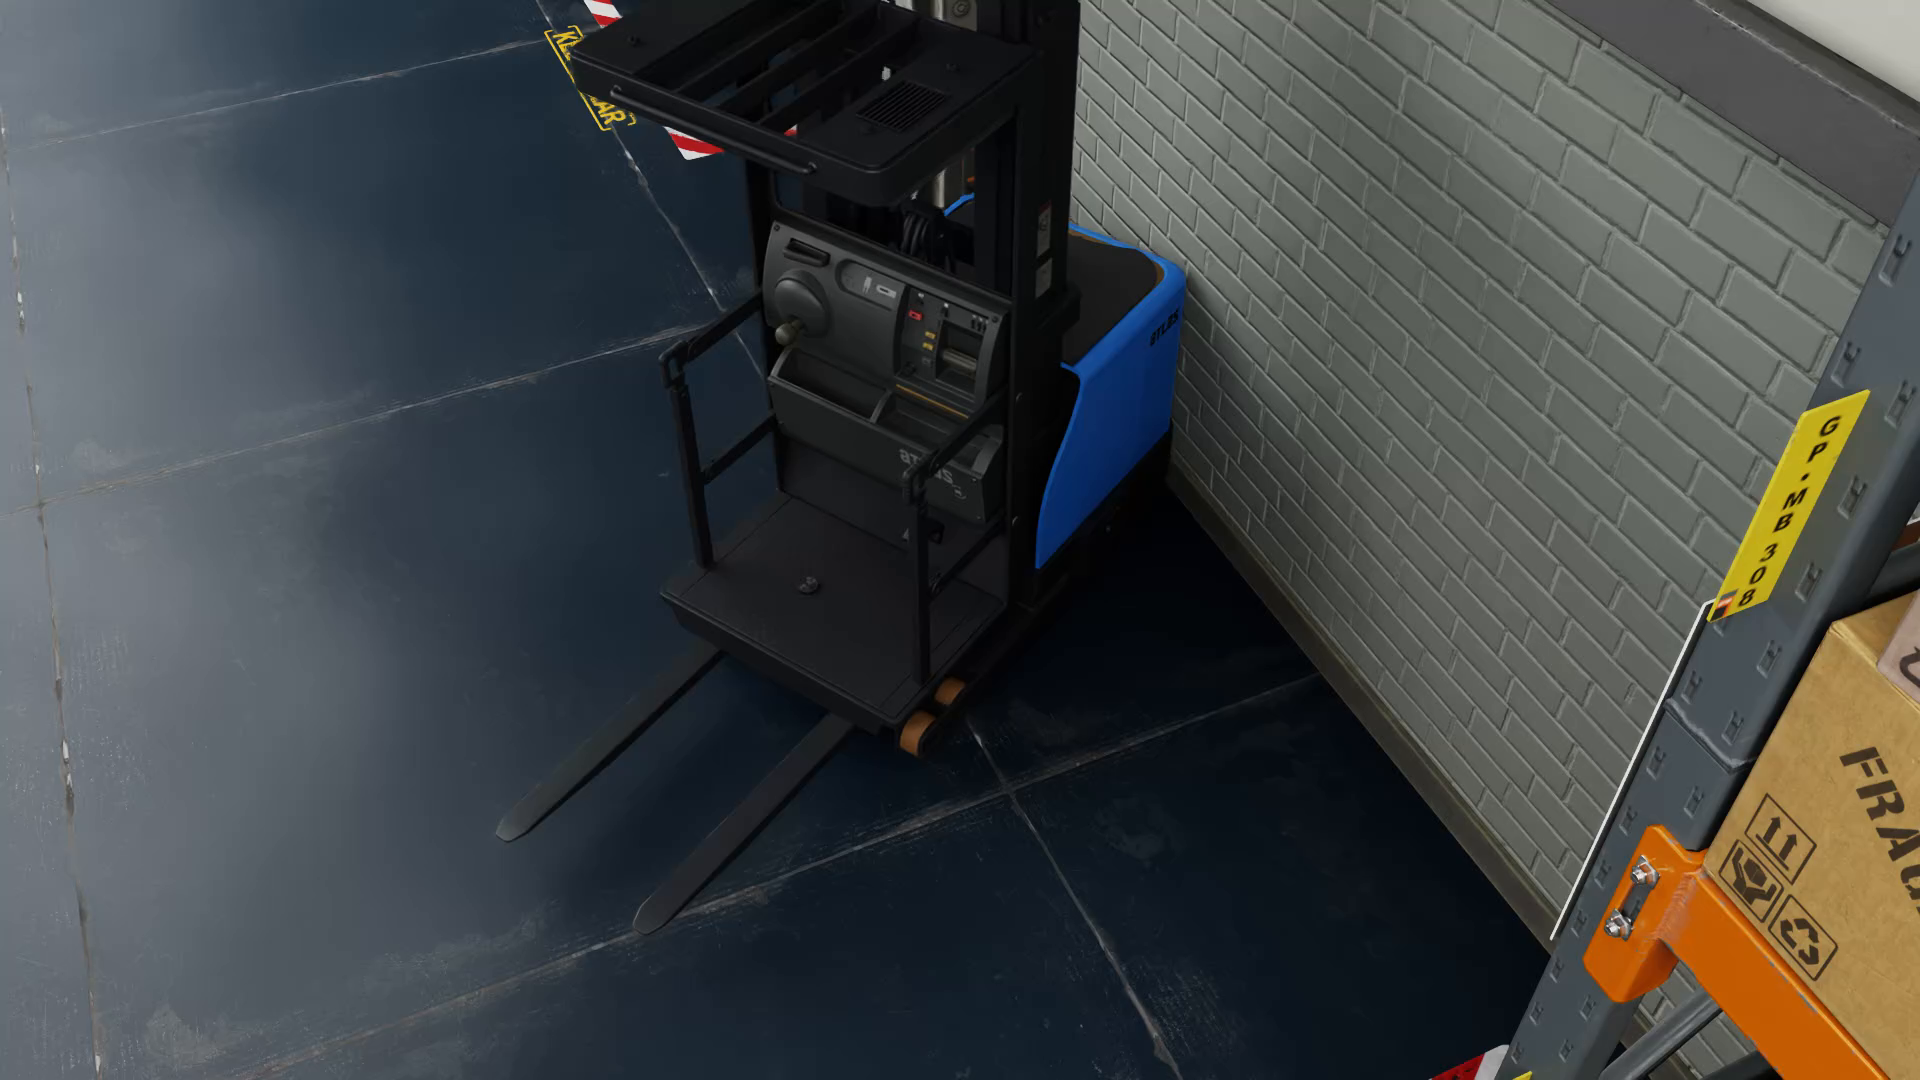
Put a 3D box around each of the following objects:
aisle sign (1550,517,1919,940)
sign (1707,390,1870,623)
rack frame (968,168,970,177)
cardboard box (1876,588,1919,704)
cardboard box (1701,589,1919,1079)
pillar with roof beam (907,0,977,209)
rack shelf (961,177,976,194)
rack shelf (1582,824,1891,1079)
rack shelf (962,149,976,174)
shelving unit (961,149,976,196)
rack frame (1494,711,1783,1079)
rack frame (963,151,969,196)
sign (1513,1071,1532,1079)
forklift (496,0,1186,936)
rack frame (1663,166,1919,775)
[{"bbox_3d":[1.128,0.304,2.456,0.394,0.787,0.004,-18,47,-17],"label":"aisle sign"},{"bbox_3d":[0.938,-0.032,1.889,0.100,0.325,0.005,-18,47,-17],"label":"sign"},{"bbox_3d":[0.137,-1.365,7.380,0.240,1.200,0.006,1,16,1],"label":"rack frame"},{"bbox_3d":[1.372,0.037,1.644,0.500,0.500,0.500,-21,48,-20],"label":"cardboard box"},{"bbox_3d":[1.344,0.363,2.025,0.500,0.500,0.500,-17,47,-16],"label":"cardboard box"},{"bbox_3d":[-3.919,-3.311,3.698,9.100,9.000,0.400,-18,47,-17],"label":"pillar with roof beam"},{"bbox_3d":[0.137,-1.528,7.238,0.258,0.103,0.180,1,16,1],"label":"rack shelf"},{"bbox_3d":[2.272,1.649,1.319,1.077,0.370,4.000,-18,47,-17],"label":"rack shelf"},{"bbox_3d":[0.139,-1.643,7.205,0.258,0.103,0.180,1,16,1],"label":"rack shelf"},{"bbox_3d":[0.134,-1.340,7.292,0.258,1.200,0.189,1,16,1],"label":"shelving unit"},{"bbox_3d":[1.431,1.186,3.412,1.000,3.000,0.127,-18,47,-17],"label":"rack frame"},{"bbox_3d":[0.132,-1.315,7.204,0.240,1.200,0.006,1,16,1],"label":"rack frame"},{"bbox_3d":[0.938,1.039,2.945,0.100,0.325,0.005,-18,47,-17],"label":"sign"},{"bbox_3d":[-0.386,-0.656,5.328,1.130,2.935,3.031,26,50,24],"label":"forklift"},{"bbox_3d":[1.431,-0.949,1.305,1.000,3.000,0.127,-18,47,-17],"label":"rack frame"}]
